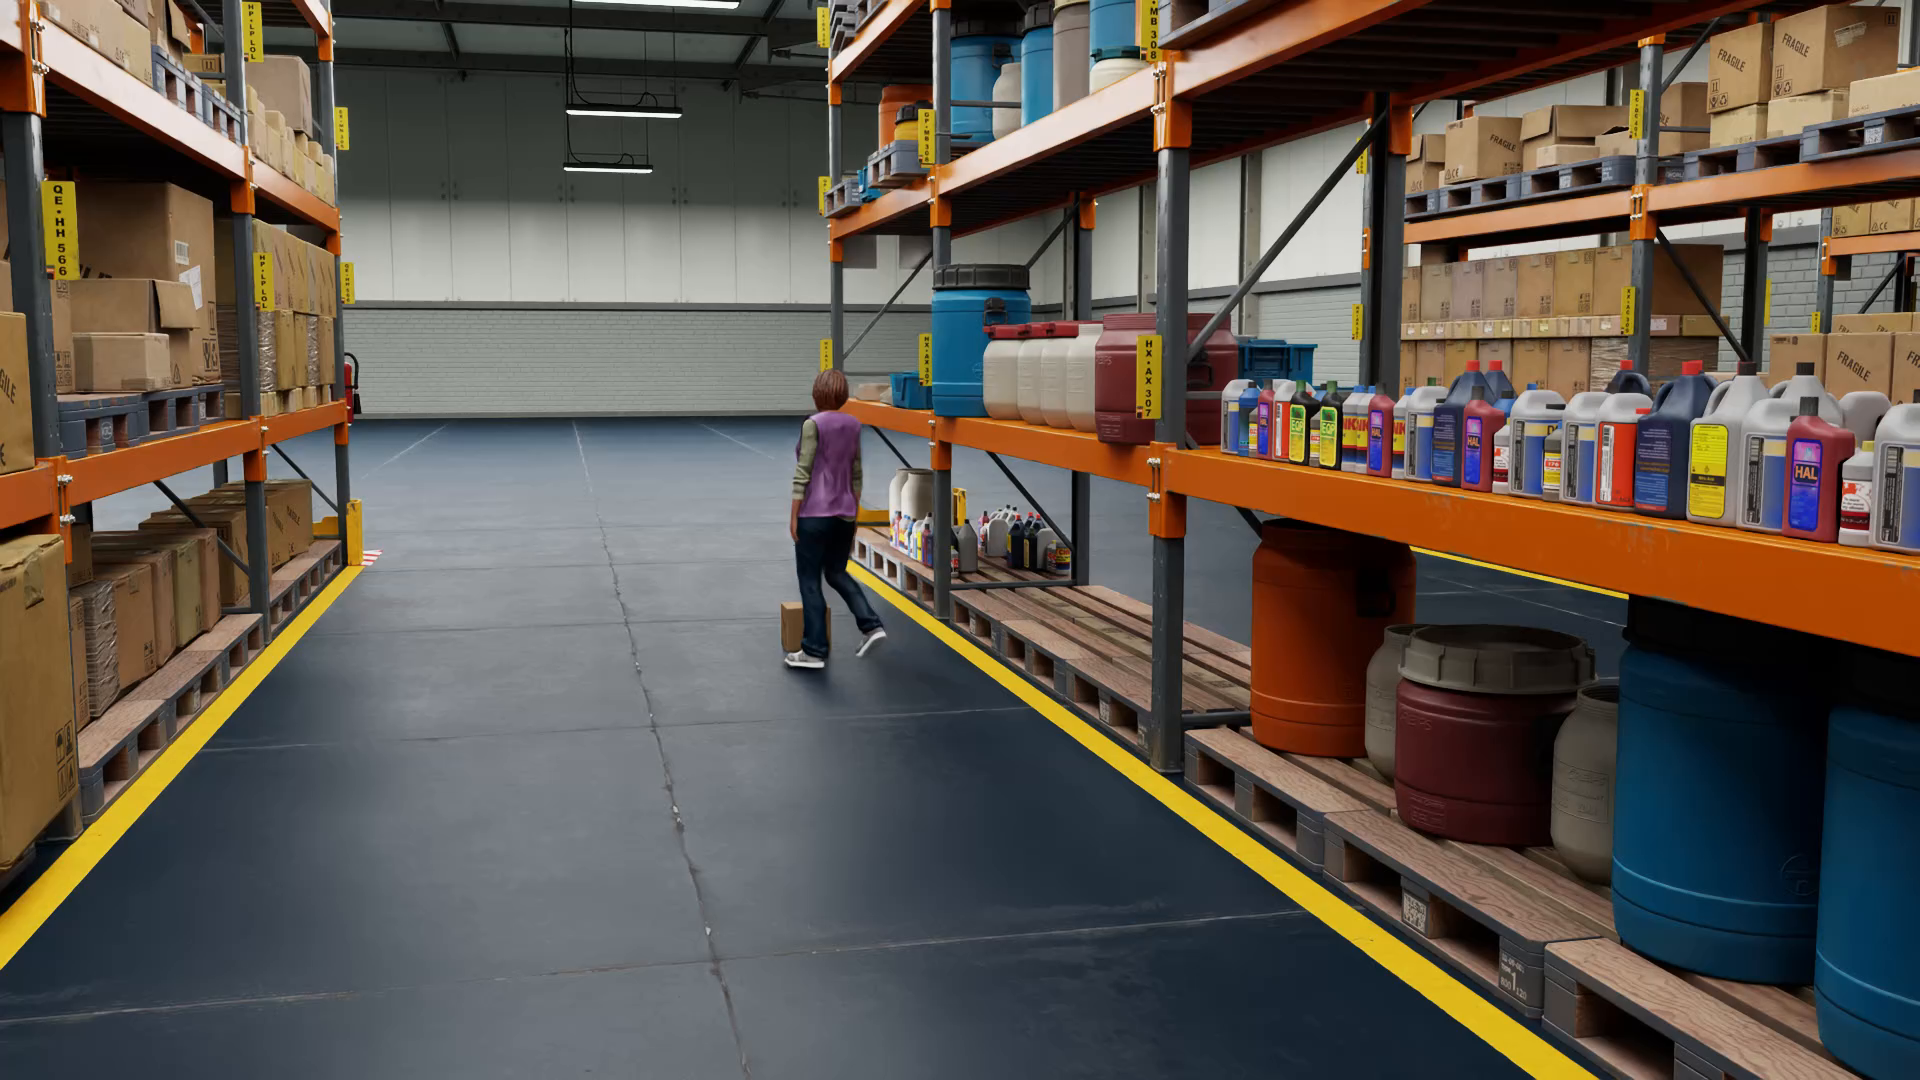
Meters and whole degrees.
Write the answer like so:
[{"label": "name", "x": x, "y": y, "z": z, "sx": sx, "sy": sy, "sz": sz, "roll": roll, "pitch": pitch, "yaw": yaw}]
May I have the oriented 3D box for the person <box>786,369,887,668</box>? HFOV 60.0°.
[{"label": "person", "x": -0.685, "y": -0.109, "z": 8.827, "sx": 0.504, "sy": 1.592, "sz": 0.431, "roll": 6, "pitch": 9, "yaw": 43}]
